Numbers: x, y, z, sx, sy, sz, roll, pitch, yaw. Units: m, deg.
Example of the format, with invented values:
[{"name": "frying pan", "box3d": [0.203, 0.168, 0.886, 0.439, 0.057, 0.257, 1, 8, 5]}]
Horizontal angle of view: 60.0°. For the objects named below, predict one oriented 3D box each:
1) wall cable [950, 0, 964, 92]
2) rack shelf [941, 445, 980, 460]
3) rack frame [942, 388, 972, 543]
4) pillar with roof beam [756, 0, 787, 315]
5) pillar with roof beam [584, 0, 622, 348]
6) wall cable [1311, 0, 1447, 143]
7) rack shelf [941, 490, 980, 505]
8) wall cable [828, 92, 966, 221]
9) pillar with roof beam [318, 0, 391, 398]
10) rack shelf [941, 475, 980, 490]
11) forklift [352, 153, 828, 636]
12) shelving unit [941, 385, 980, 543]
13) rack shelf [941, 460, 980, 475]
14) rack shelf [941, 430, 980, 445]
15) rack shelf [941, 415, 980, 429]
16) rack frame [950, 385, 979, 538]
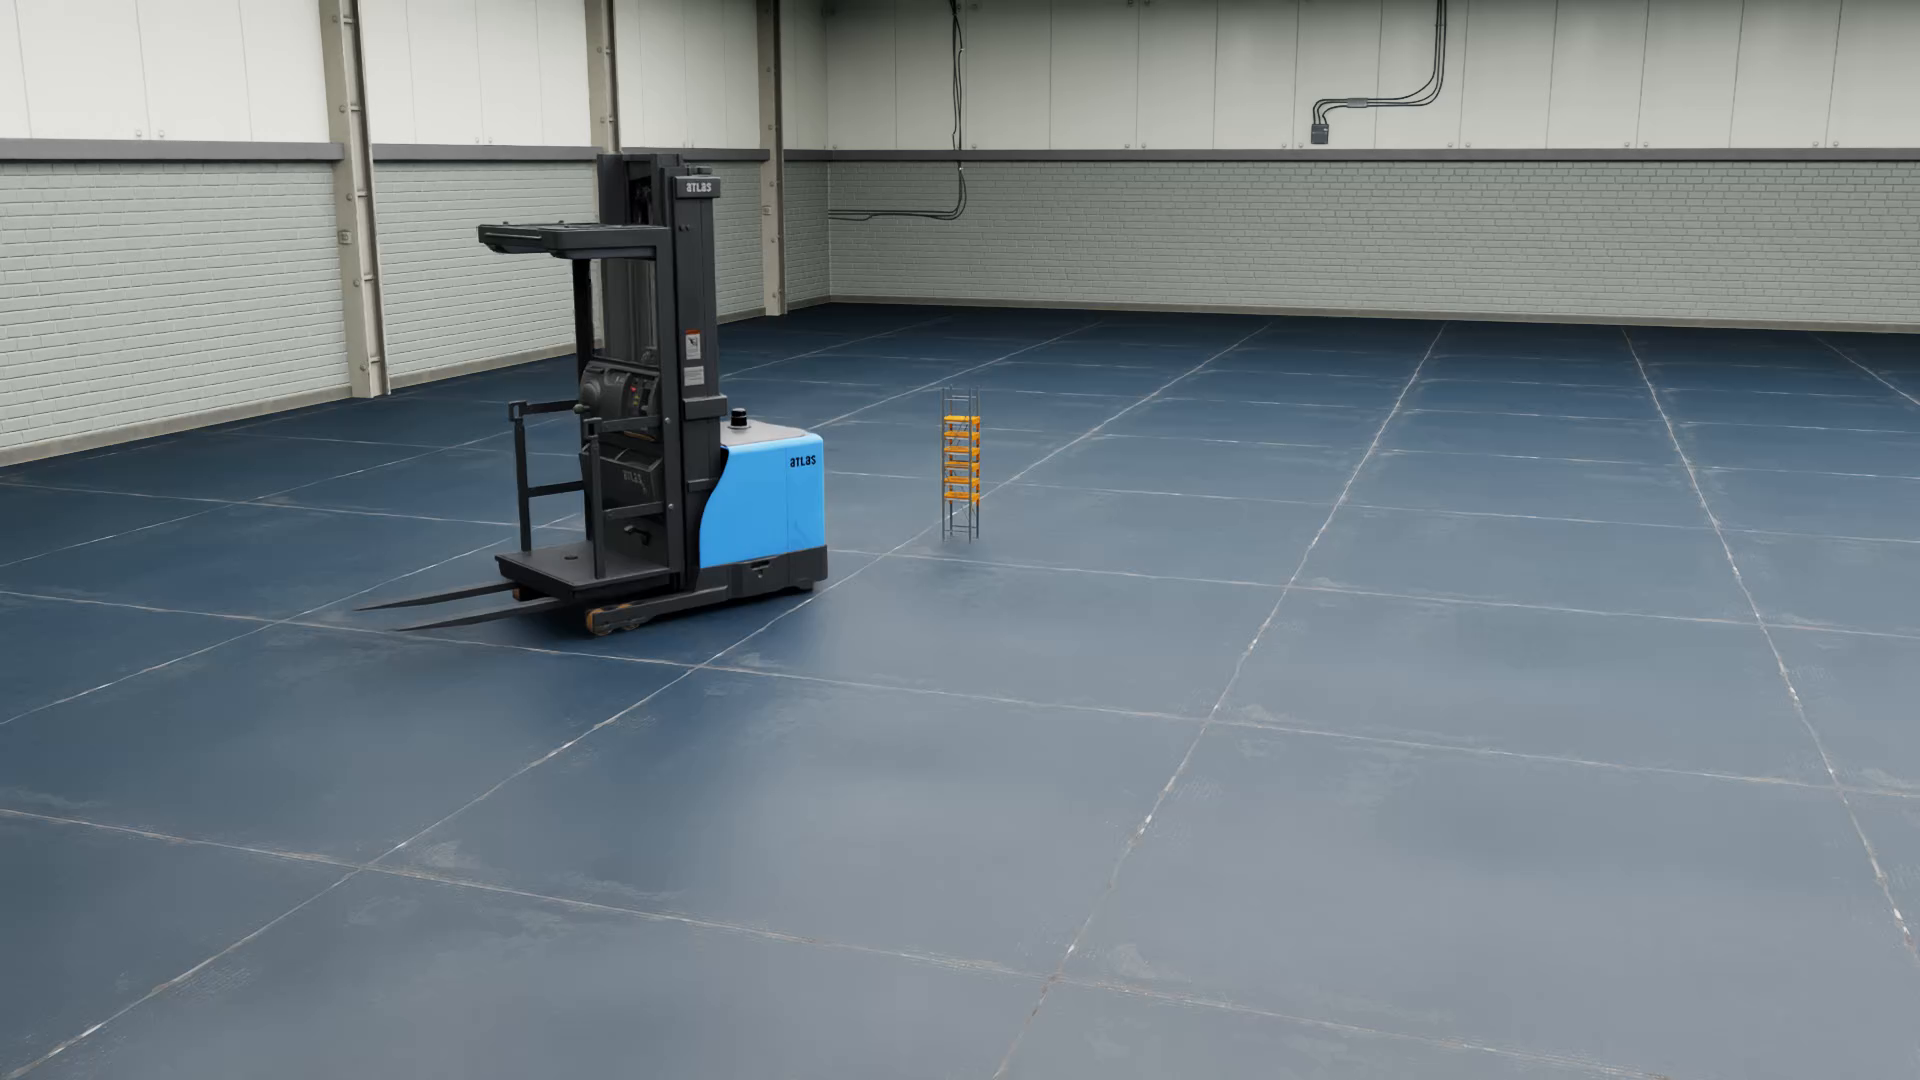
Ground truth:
[{"name": "wall cable", "box3d": [1.215, -10.016, 32.275, 3.097, 2.526, 0.112, 4, 14, 18]}, {"name": "rack shelf", "box3d": [0.005, -0.662, 12.851, 0.258, 0.103, 0.180, 4, 14, 18]}, {"name": "rack frame", "box3d": [-0.025, -0.569, 12.783, 0.240, 1.200, 0.006, 4, 14, 18]}, {"name": "pillar with roof beam", "box3d": [0.524, -8.427, 29.686, 9.100, 9.000, 0.400, 4, 14, 18]}, {"name": "pillar with roof beam", "box3d": [-1.418, -7.164, 24.151, 9.100, 9.000, 0.400, 4, 14, 18]}, {"name": "wall cable", "box3d": [7.632, -10.233, 29.957, 2.305, 6.003, 0.169, 4, 14, 18]}, {"name": "rack shelf", "box3d": [0.005, -0.311, 12.931, 0.258, 0.103, 0.180, 4, 14, 18]}, {"name": "wall cable", "box3d": [-1.345, -7.748, 33.690, 3.097, 2.526, 0.112, 4, 14, 18]}, {"name": "pillar with roof beam", "box3d": [-3.359, -5.900, 18.616, 9.100, 9.000, 0.400, 4, 14, 18]}, {"name": "rack shelf", "box3d": [0.005, -0.428, 12.904, 0.258, 0.103, 0.180, 4, 14, 18]}, {"name": "forklift", "box3d": [-2.359, -0.963, 10.619, 3.031, 2.935, 1.130, -11, 17, -40]}, {"name": "shelving unit", "box3d": [0.005, -0.588, 12.868, 0.258, 1.200, 0.189, 4, 14, 18]}, {"name": "rack shelf", "box3d": [0.005, -0.545, 12.878, 0.258, 0.103, 0.180, 4, 14, 18]}, {"name": "rack shelf", "box3d": [0.005, -0.779, 12.824, 0.258, 0.103, 0.180, 4, 14, 18]}, {"name": "rack shelf", "box3d": [0.005, -0.896, 12.798, 0.258, 0.103, 0.180, 4, 14, 18]}, {"name": "rack frame", "box3d": [0.034, -0.607, 12.952, 0.240, 1.200, 0.006, 4, 14, 18]}]
